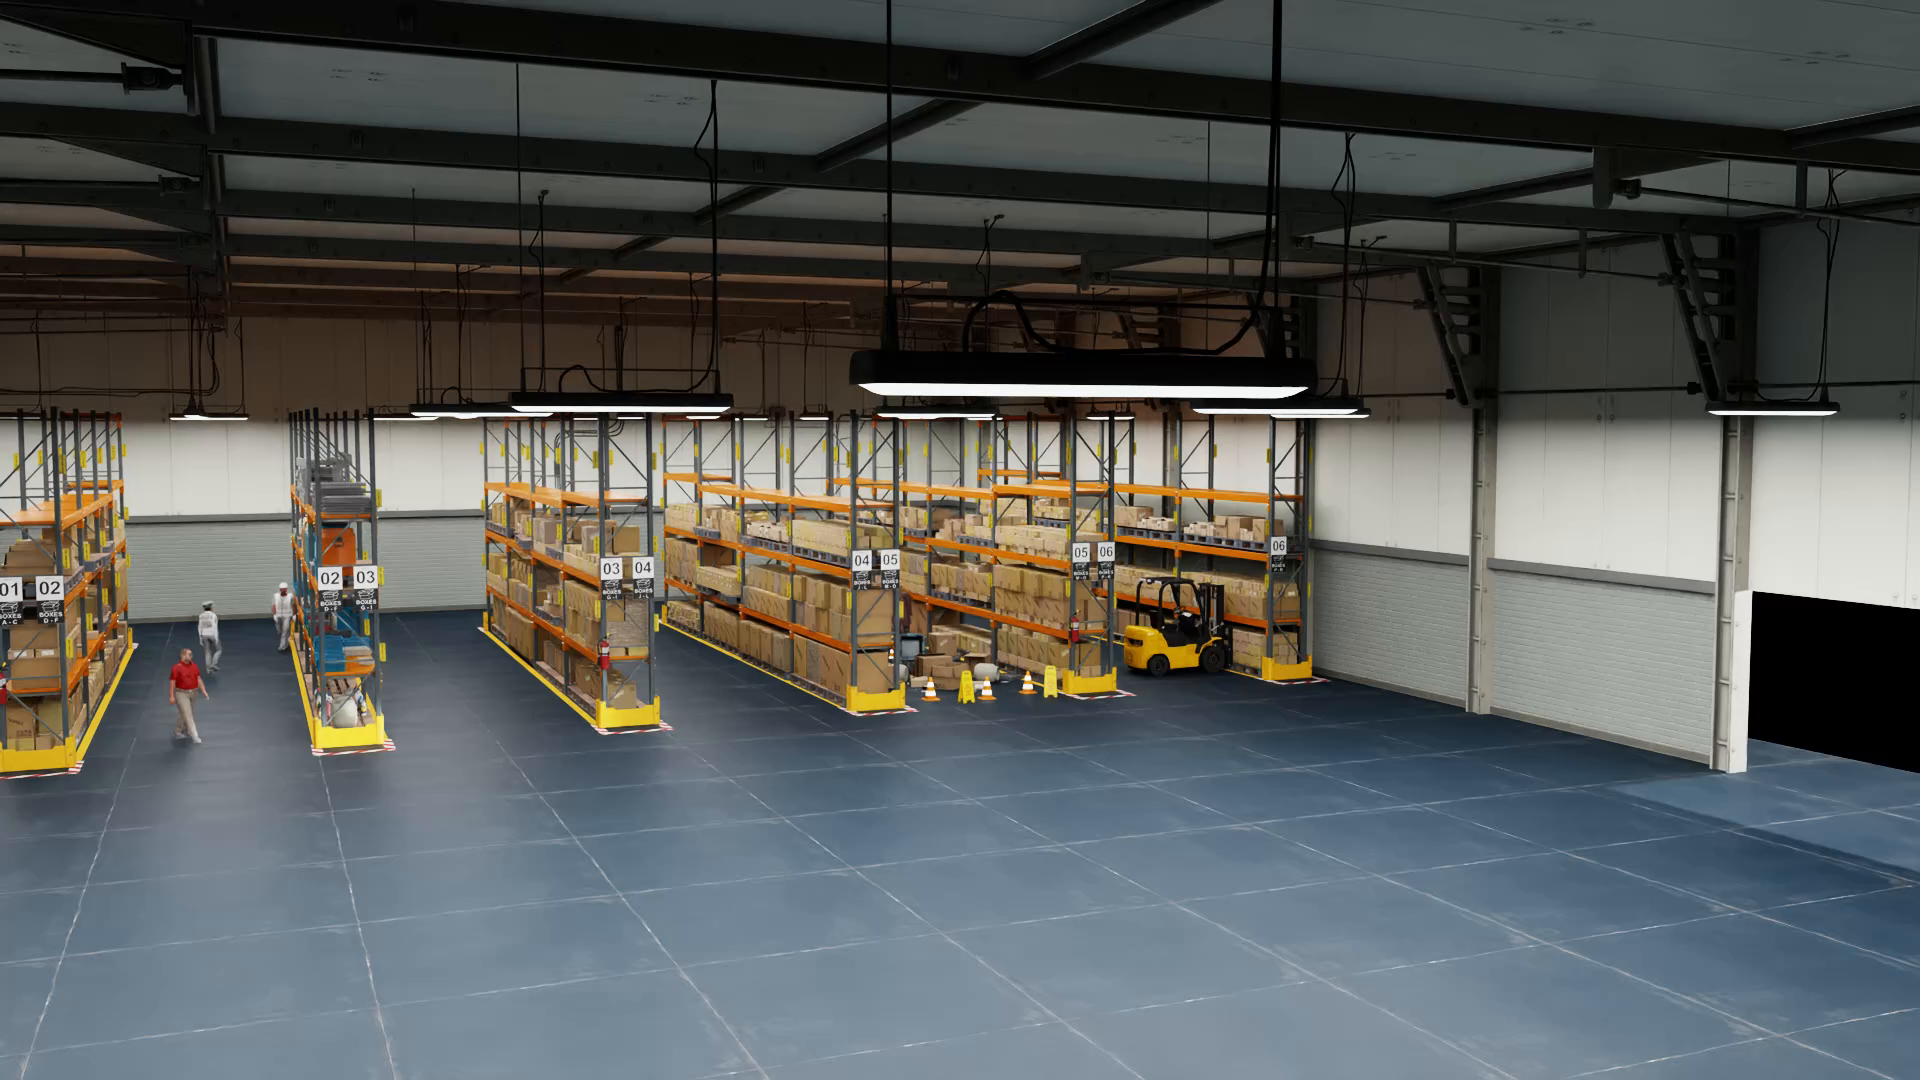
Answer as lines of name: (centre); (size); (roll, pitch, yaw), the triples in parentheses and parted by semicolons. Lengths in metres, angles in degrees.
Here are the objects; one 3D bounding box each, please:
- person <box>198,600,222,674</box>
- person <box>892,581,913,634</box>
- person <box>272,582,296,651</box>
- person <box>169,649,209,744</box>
person: (-17.115, 2.220, 37.915); (0.521, 1.658, 0.494); (-1, 4, -7)
person: (-1.465, 1.827, 41.078); (0.627, 1.631, 0.583); (-1, 4, -13)
person: (-17.084, 1.923, 41.975); (0.546, 1.708, 1.123); (-1, 4, -9)
person: (-13.806, 2.773, 29.810); (1.059, 1.661, 0.625); (2, 5, 31)
